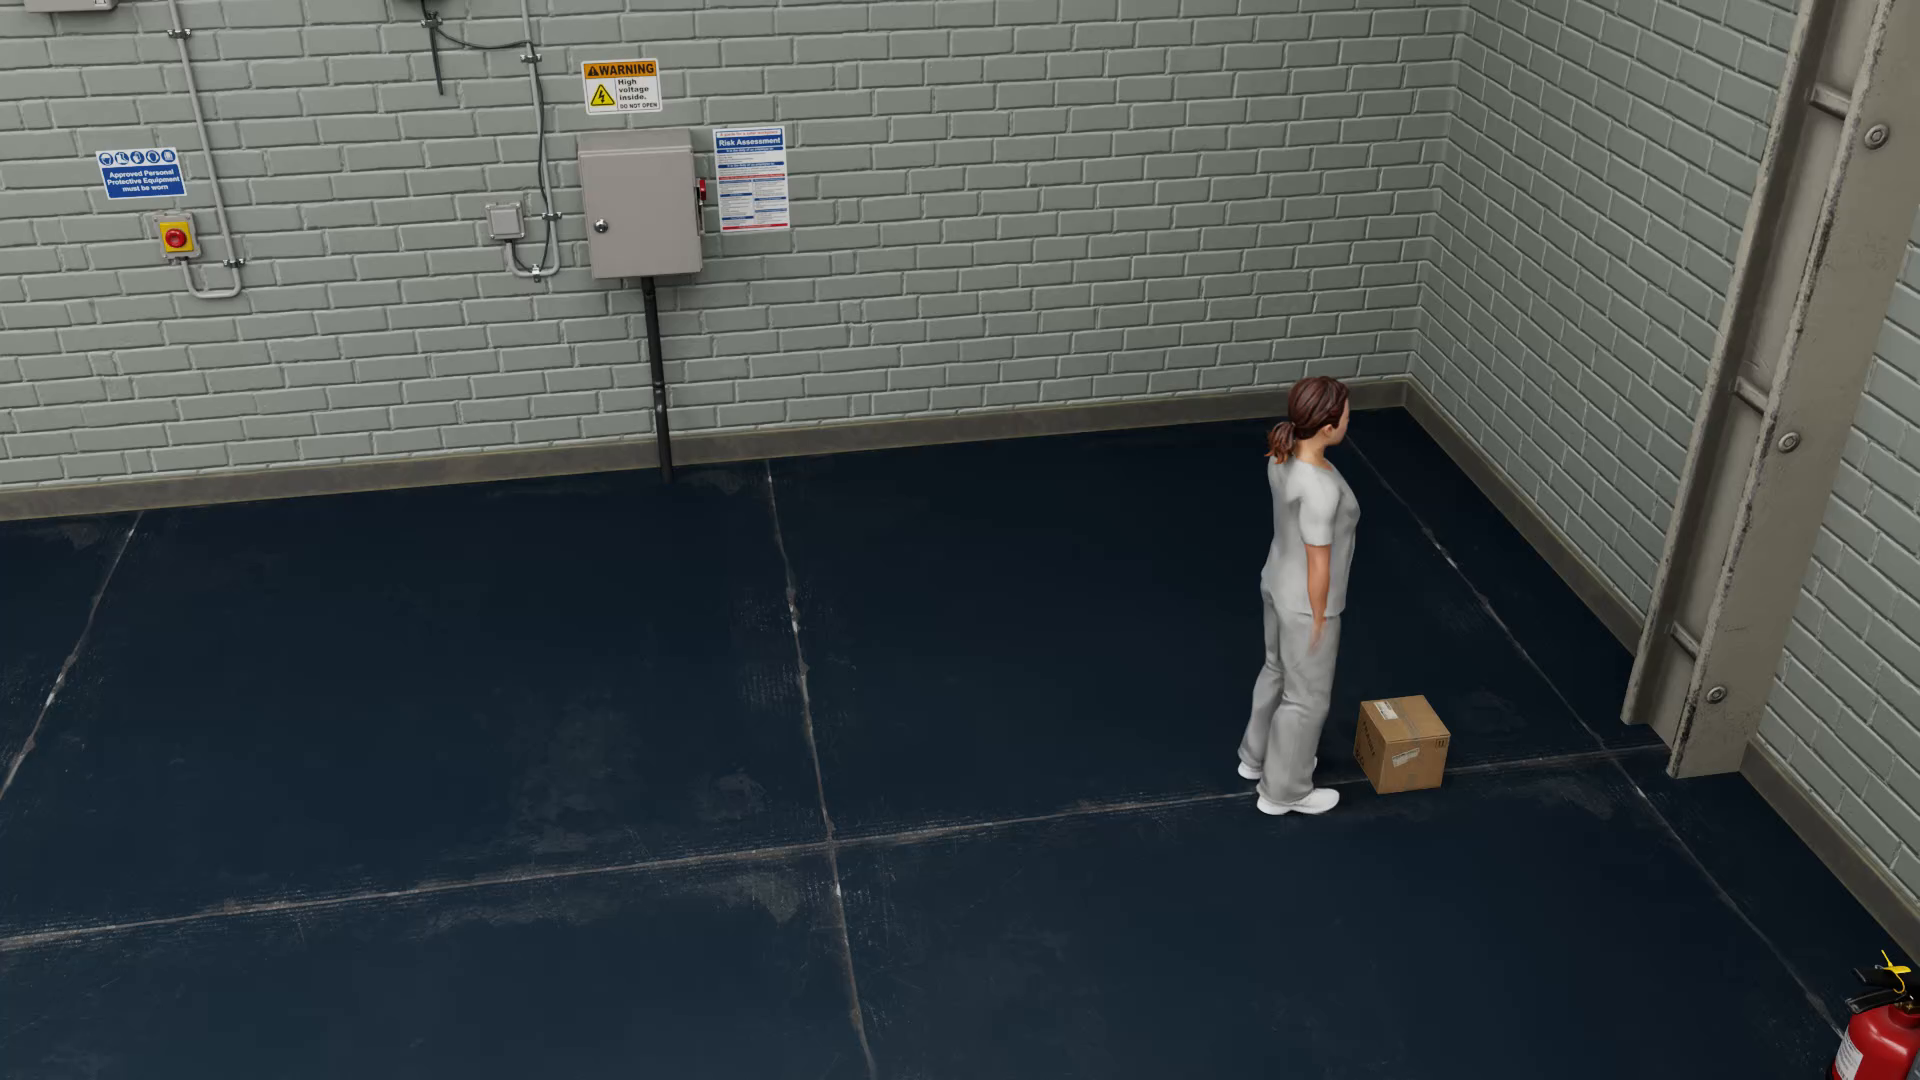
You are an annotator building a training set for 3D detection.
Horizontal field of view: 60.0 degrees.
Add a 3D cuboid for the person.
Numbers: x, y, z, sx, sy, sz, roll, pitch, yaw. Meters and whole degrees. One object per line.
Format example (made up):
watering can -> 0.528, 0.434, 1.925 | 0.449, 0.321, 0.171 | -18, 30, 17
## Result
person -> 1.188, 0.196, 5.808 | 0.378, 1.673, 0.437 | -5, 31, -8
